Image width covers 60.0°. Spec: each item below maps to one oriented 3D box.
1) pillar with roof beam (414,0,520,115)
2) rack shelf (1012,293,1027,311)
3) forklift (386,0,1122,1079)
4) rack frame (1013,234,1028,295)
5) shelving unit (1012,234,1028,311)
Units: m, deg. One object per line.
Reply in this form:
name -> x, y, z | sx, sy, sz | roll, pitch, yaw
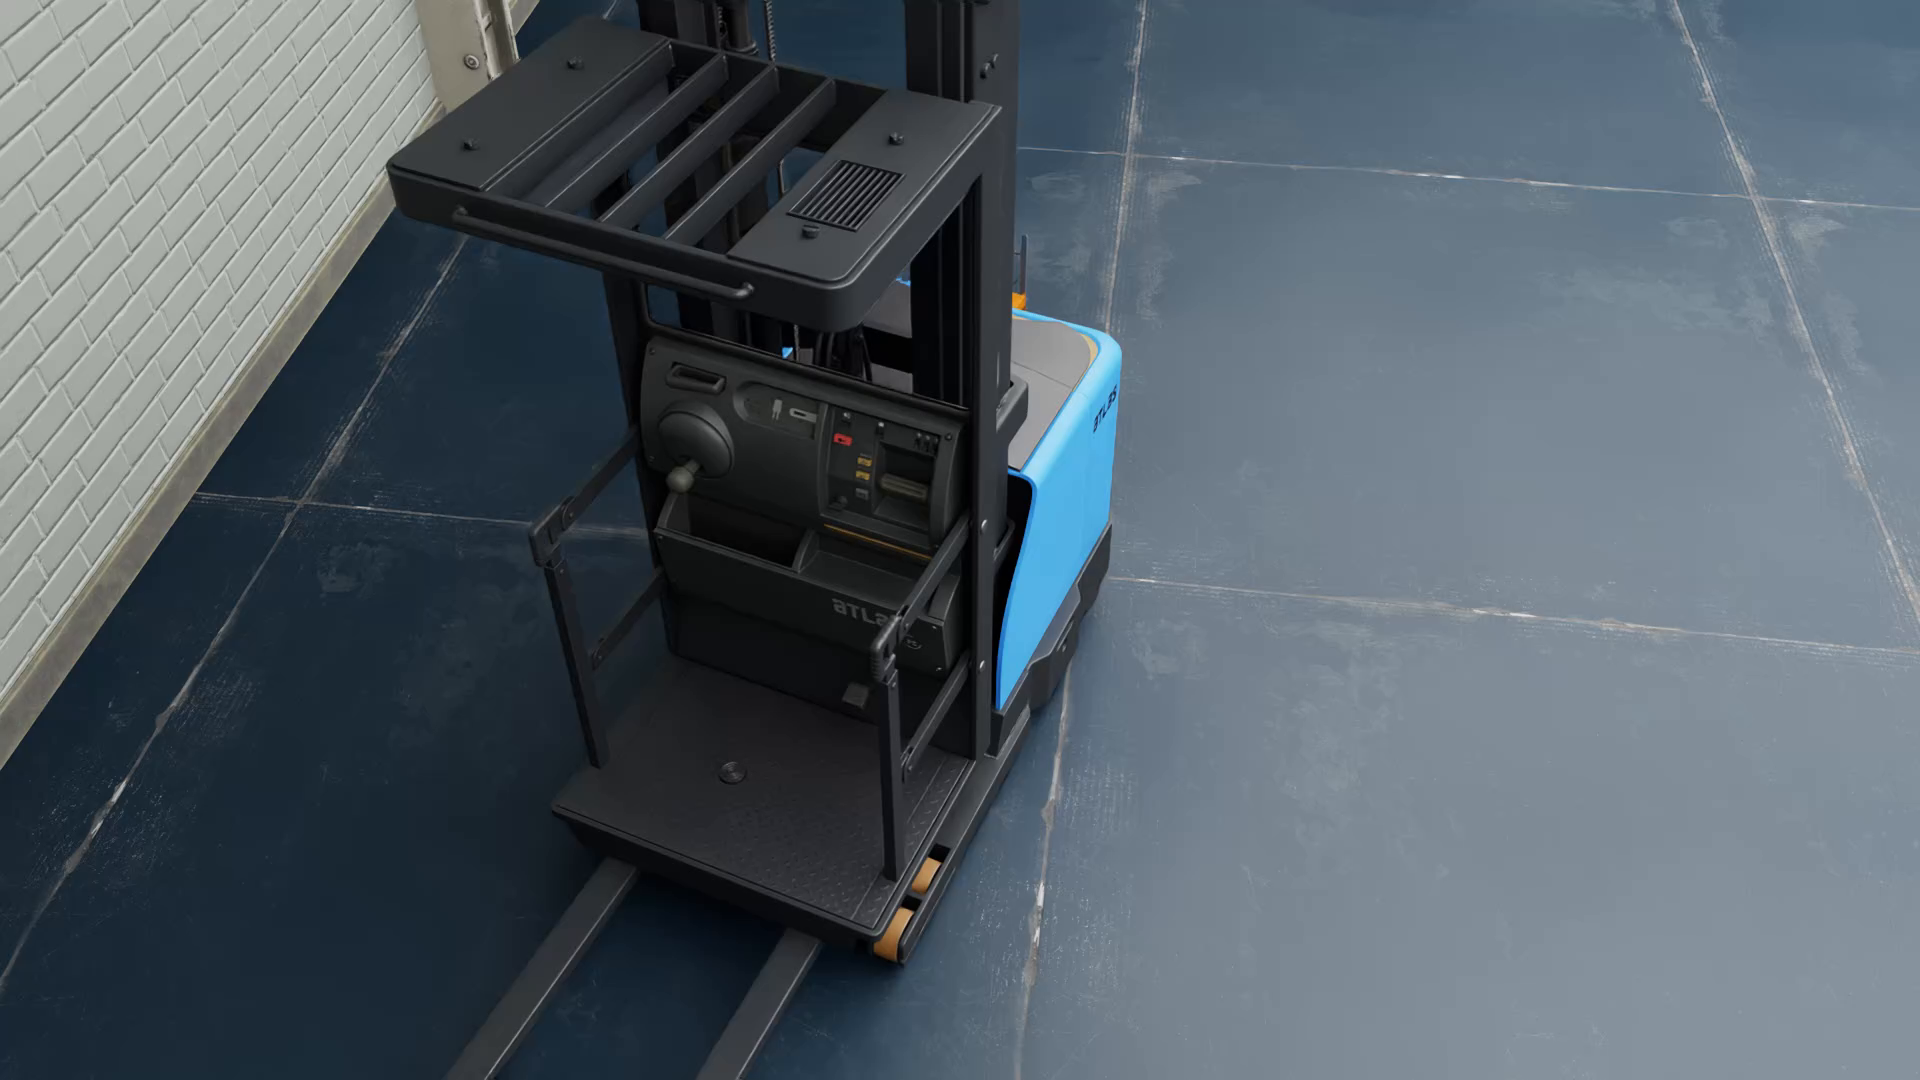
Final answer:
pillar with roof beam -> 1.815, -5.095, 5.085 | 9.100, 9.000, 0.400 | 5, 44, 6
rack shelf -> 0.079, -0.792, 5.755 | 0.258, 0.103, 0.180 | 17, 46, 17
forklift -> -0.526, -0.161, 4.289 | 1.130, 2.935, 3.031 | 17, 46, 17
rack frame -> 0.117, -0.620, 6.033 | 0.240, 1.200, 0.006 | 17, 46, 17
shelving unit -> 0.079, -0.563, 5.972 | 0.258, 1.200, 0.189 | 17, 46, 17
